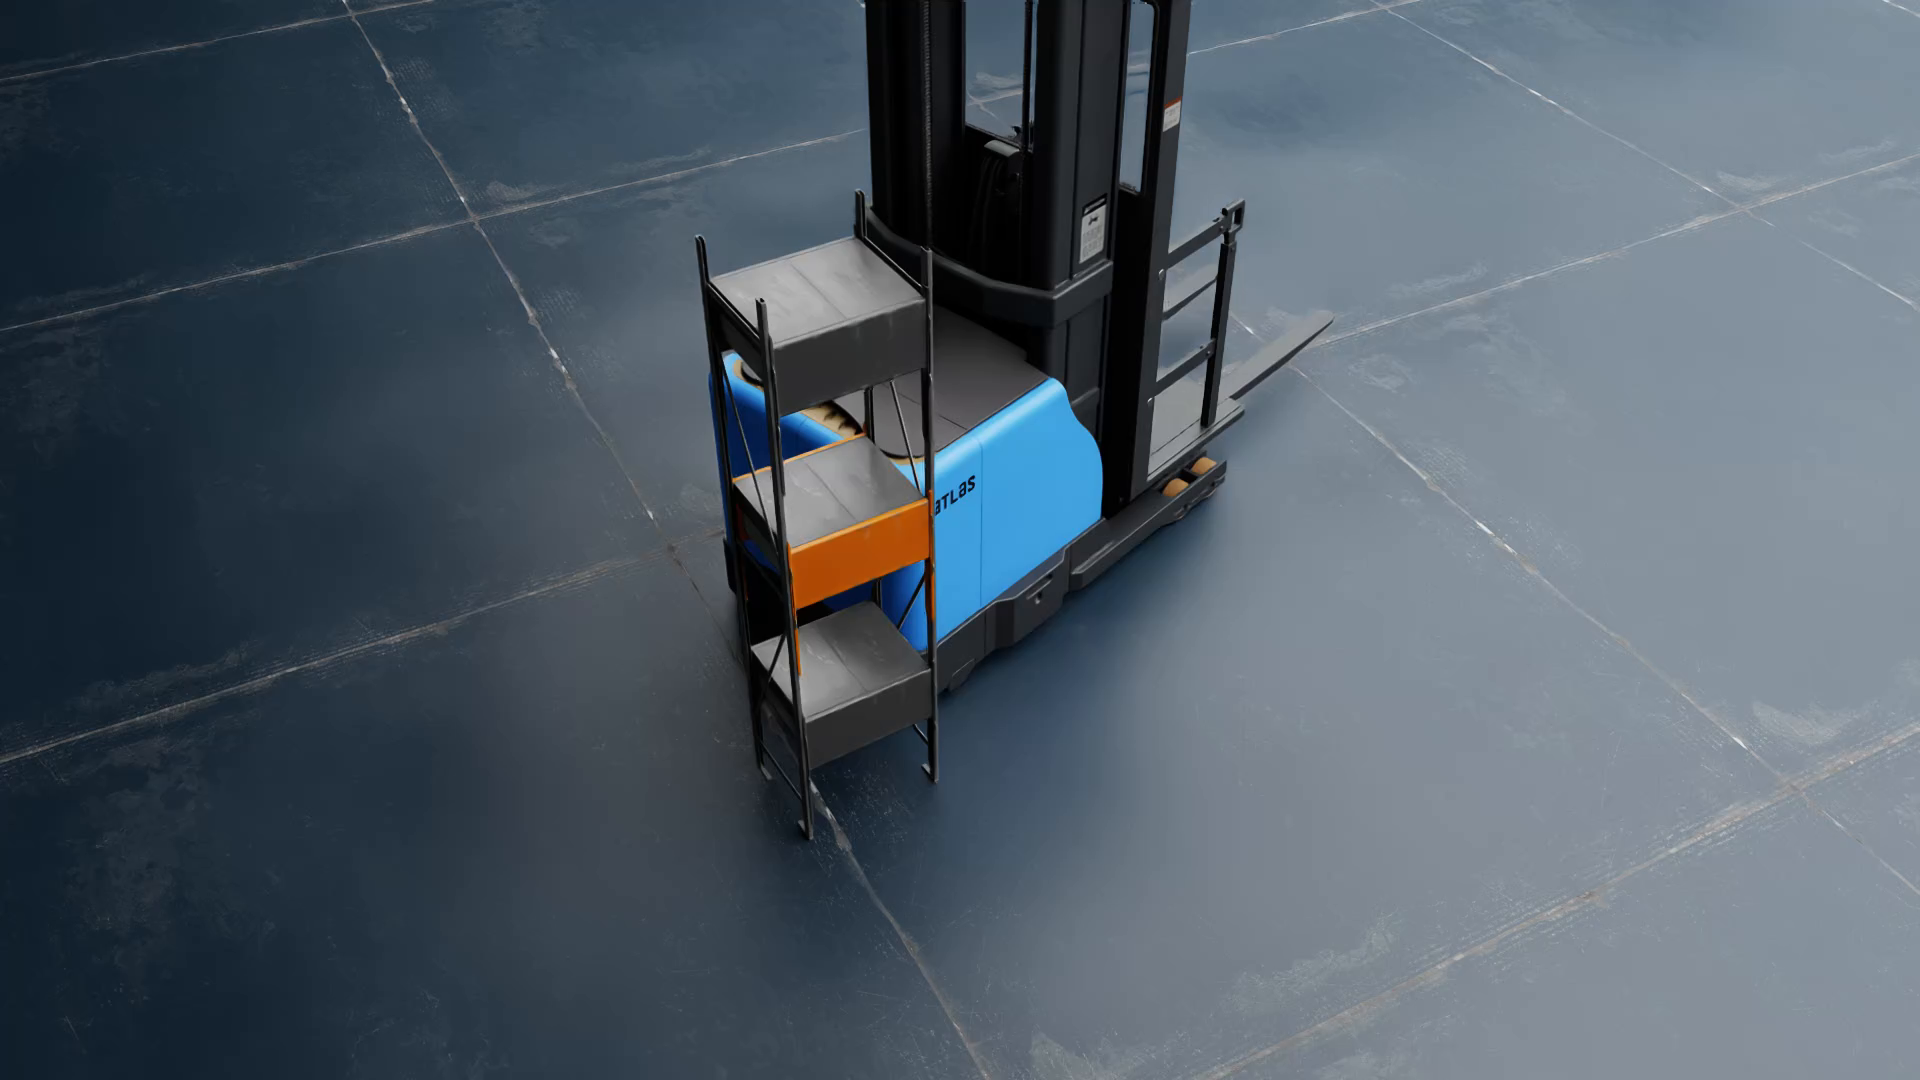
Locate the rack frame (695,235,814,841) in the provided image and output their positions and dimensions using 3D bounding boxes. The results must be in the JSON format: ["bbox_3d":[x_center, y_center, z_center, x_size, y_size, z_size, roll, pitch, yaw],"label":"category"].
[{"bbox_3d":[-0.601,0.093,5.015,0.015,2.100,0.400,-22,45,-24],"label":"rack frame"}]

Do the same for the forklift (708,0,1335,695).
[{"bbox_3d":[0.462,-1.402,6.138,1.130,2.935,3.031,30,49,31],"label":"forklift"}]

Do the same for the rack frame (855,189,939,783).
[{"bbox_3d":[-0.185,-0.072,5.210,0.015,2.100,0.400,-22,45,-24],"label":"rack frame"}]

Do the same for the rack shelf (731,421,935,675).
[{"bbox_3d":[-0.393,0.021,5.121,0.480,0.518,0.431,-22,45,-24],"label":"rack shelf"}]

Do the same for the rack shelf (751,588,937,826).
[{"bbox_3d":[-0.393,0.555,5.574,0.480,0.518,0.431,-22,45,-24],"label":"rack shelf"}]

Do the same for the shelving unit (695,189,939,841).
[{"bbox_3d":[-0.393,0.010,5.112,0.503,2.100,0.431,-22,45,-24],"label":"shelving unit"}]

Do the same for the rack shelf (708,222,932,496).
[{"bbox_3d":[-0.393,-0.513,4.669,0.480,0.518,0.431,-22,45,-24],"label":"rack shelf"}]
